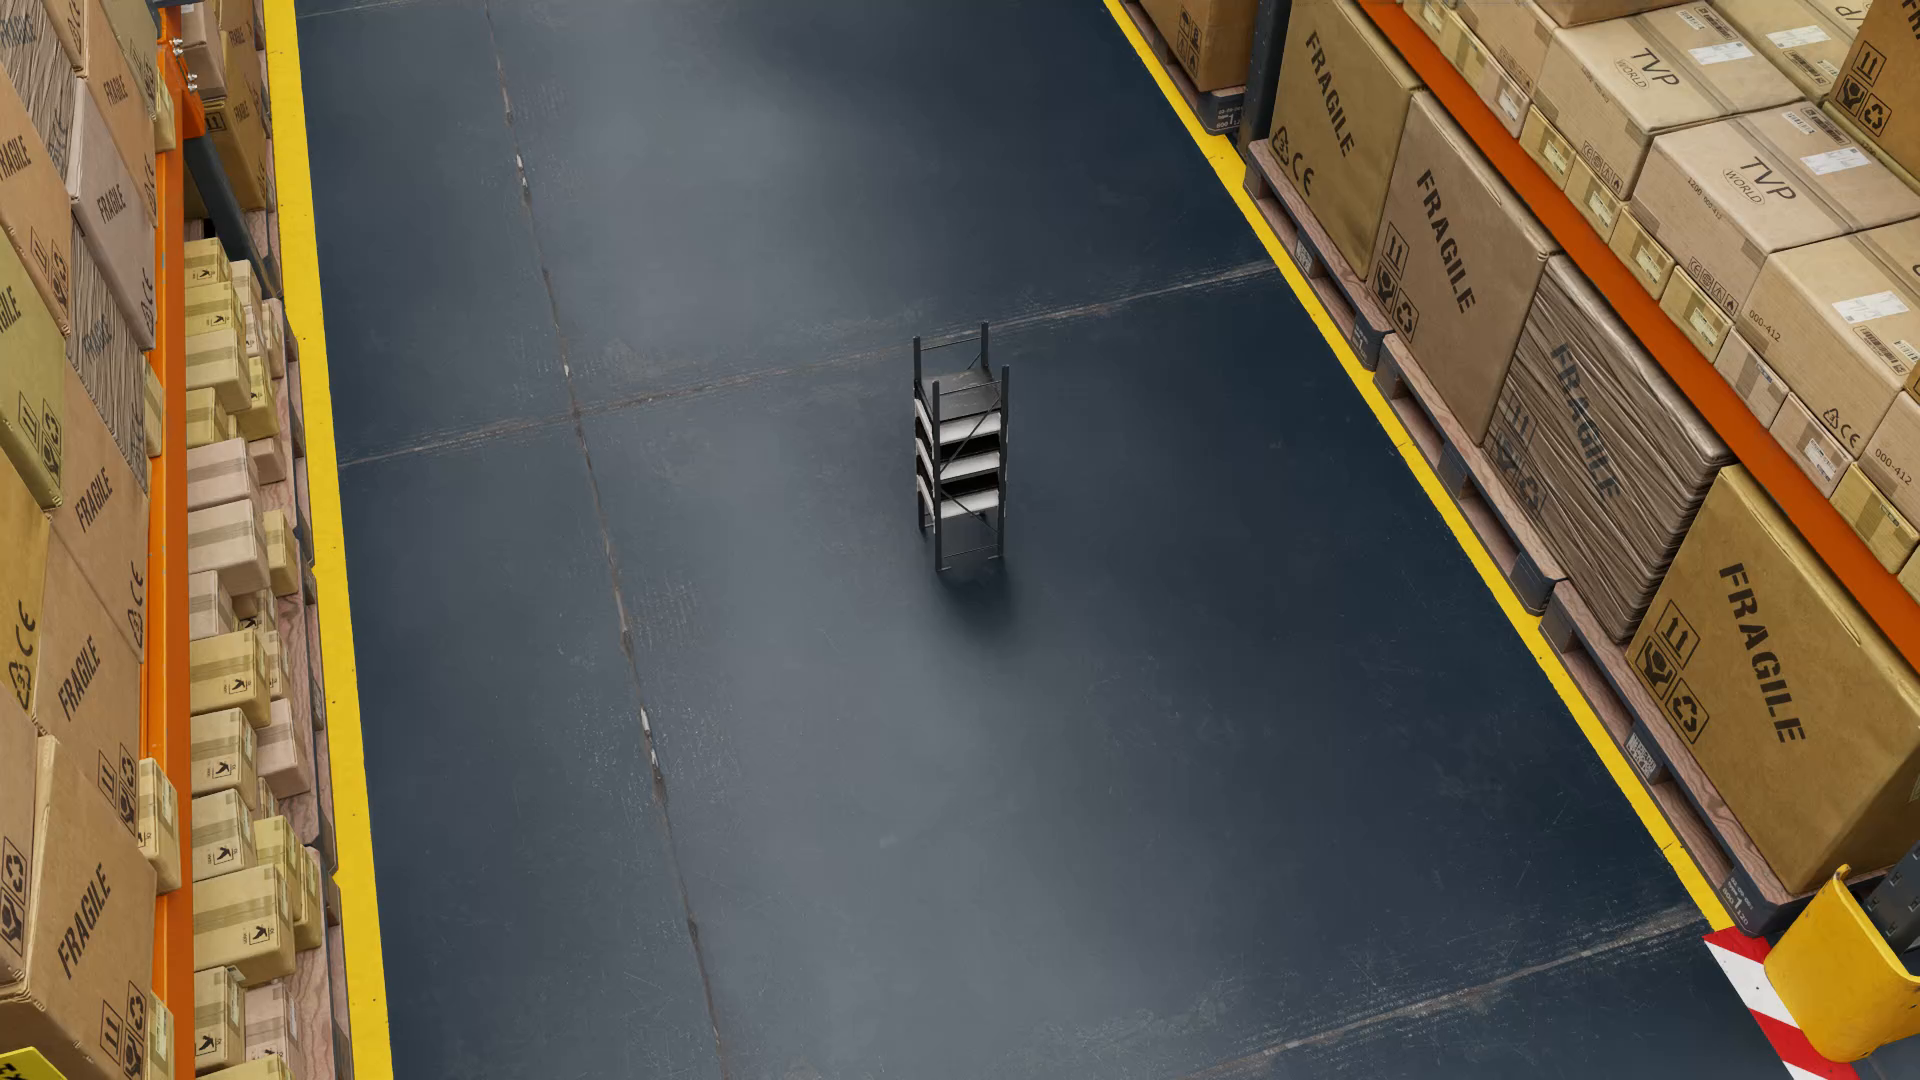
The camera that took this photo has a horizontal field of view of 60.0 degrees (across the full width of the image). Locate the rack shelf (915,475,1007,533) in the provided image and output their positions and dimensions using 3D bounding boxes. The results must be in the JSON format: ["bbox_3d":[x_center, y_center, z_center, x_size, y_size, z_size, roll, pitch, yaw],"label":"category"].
[{"bbox_3d":[0.002,-0.147,5.564,0.258,0.077,0.200,-13,51,-11],"label":"rack shelf"}]

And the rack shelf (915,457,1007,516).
[{"bbox_3d":[0.002,-0.205,5.495,0.258,0.077,0.200,-13,51,-11],"label":"rack shelf"}]

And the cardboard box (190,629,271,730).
[{"bbox_3d":[-2.139,0.424,4.631,0.380,0.149,0.250,-13,51,-10],"label":"cardboard box"}]

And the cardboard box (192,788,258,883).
[{"bbox_3d":[-2.032,0.831,4.288,0.380,0.149,0.250,-16,52,-13],"label":"cardboard box"}]

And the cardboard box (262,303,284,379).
[{"bbox_3d":[-2.642,-0.680,5.951,0.380,0.149,0.250,-13,51,-11],"label":"cardboard box"}]

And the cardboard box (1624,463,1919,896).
[{"bbox_3d":[2.602,0.301,4.649,0.875,0.875,0.875,-13,51,-11],"label":"cardboard box"}]

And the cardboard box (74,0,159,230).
[{"bbox_3d":[-2.518,-1.132,4.483,0.500,0.500,0.500,-15,51,-12],"label":"cardboard box"}]

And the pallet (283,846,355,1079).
[{"bbox_3d":[-2.130,1.490,4.355,1.003,0.211,1.213,-13,51,-11],"label":"pallet"}]

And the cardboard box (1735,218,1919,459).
[{"bbox_3d":[2.321,-0.511,4.123,0.500,0.250,0.500,-14,51,-12],"label":"cardboard box"}]

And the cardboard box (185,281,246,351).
[{"bbox_3d":[-2.616,-0.702,5.581,0.380,0.149,0.250,-13,51,-11],"label":"cardboard box"}]

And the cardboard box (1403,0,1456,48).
[{"bbox_3d":[1.690,-1.773,5.447,0.380,0.149,0.250,-15,51,-12],"label":"cardboard box"}]

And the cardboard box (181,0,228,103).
[{"bbox_3d":[-3.050,-1.844,6.212,0.500,0.250,0.500,-15,52,-13],"label":"cardboard box"}]

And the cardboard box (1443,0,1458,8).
[{"bbox_3d":[1.715,-2.001,5.379,0.500,0.250,0.500,-14,51,-11],"label":"cardboard box"}]

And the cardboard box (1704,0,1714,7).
[{"bbox_3d":[2.372,-1.755,5.171,0.500,0.250,0.500,-12,51,-10],"label":"cardboard box"}]

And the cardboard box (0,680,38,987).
[{"bbox_3d":[-1.780,0.410,2.528,0.500,0.500,0.500,-14,51,-11],"label":"cardboard box"}]

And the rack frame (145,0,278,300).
[{"bbox_3d":[-3.084,-1.673,5.198,1.000,3.000,0.127,-13,51,-11],"label":"rack frame"}]

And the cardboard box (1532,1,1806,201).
[{"bbox_3d":[2.012,-1.262,4.756,0.500,0.250,0.500,-13,51,-11],"label":"cardboard box"}]

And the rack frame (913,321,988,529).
[{"bbox_3d":[-0.028,-0.358,5.464,0.240,0.900,0.006,-13,51,-11],"label":"rack frame"}]

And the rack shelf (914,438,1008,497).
[{"bbox_3d":[0.002,-0.263,5.426,0.258,0.077,0.200,-13,51,-11],"label":"rack shelf"}]

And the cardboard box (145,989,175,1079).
[{"bbox_3d":[-1.683,1.019,3.094,0.380,0.149,0.250,-14,51,-11],"label":"cardboard box"}]

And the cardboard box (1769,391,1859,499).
[{"bbox_3d":[2.295,-0.278,4.187,0.380,0.149,0.250,-13,51,-11],"label":"cardboard box"}]

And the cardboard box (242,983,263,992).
[{"bbox_3d":[-1.994,1.124,4.236,0.380,0.149,0.250,-13,51,-11],"label":"cardboard box"}]

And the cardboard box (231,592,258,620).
[{"bbox_3d":[-2.364,0.147,5.060,0.380,0.149,0.250,-16,52,-13],"label":"cardboard box"}]

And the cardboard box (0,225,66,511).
[{"bbox_3d":[-2.068,-0.342,3.162,0.500,0.500,0.500,-14,51,-12],"label":"cardboard box"}]

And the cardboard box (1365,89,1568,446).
[{"bbox_3d":[2.069,-1.014,5.758,0.875,0.875,0.875,-13,51,-11],"label":"cardboard box"}]

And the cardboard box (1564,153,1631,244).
[{"bbox_3d":[1.996,-1.020,4.813,0.380,0.149,0.250,-12,51,-10],"label":"cardboard box"}]

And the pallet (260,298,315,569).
[{"bbox_3d":[-2.851,-0.292,5.858,1.003,0.211,1.213,-13,51,-11],"label":"pallet"}]

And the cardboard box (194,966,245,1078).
[{"bbox_3d":[-1.928,1.207,3.972,0.380,0.149,0.250,-12,51,-10],"label":"cardboard box"}]

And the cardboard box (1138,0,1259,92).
[{"bbox_3d":[1.476,-2.634,7.124,1.225,0.875,0.875,-13,51,-11],"label":"cardboard box"}]

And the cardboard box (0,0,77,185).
[{"bbox_3d":[-2.390,-1.088,3.791,0.500,0.500,0.500,-12,51,-10],"label":"cardboard box"}]

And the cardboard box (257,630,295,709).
[{"bbox_3d":[-2.220,0.450,4.998,0.380,0.149,0.250,-13,51,-11],"label":"cardboard box"}]

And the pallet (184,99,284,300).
[{"bbox_3d":[-3.315,-1.342,6.744,1.003,0.211,1.213,-13,51,-11],"label":"pallet"}]

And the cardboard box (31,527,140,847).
[{"bbox_3d":[-1.952,0.345,3.237,0.500,0.500,0.500,-13,51,-11],"label":"cardboard box"}]

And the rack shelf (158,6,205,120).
[{"bbox_3d":[-3.675,-2.902,6.705,1.077,0.370,4.000,-13,51,-11],"label":"rack shelf"}]

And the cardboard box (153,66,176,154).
[{"bbox_3d":[-2.595,-1.273,5.025,0.380,0.149,0.250,-15,51,-12],"label":"cardboard box"}]

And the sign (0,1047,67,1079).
[{"bbox_3d":[-1.382,0.847,2.508,0.100,0.325,0.005,-13,51,-11],"label":"sign"}]

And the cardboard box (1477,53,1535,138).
[{"bbox_3d":[1.838,-1.402,5.134,0.380,0.149,0.250,-13,51,-11],"label":"cardboard box"}]

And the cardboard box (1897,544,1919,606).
[{"bbox_3d":[2.447,0.096,3.871,0.380,0.149,0.250,-12,51,-10],"label":"cardboard box"}]

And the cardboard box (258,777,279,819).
[{"bbox_3d":[-2.123,0.848,4.663,0.380,0.149,0.250,-13,51,-11],"label":"cardboard box"}]

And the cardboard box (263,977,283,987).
[{"bbox_3d":[-1.985,1.225,4.346,0.380,0.149,0.250,-13,51,-11],"label":"cardboard box"}]

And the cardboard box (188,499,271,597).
[{"bbox_3d":[-2.274,0.056,4.942,0.380,0.149,0.250,-15,51,-12],"label":"cardboard box"}]

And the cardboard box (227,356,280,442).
[{"bbox_3d":[-2.499,-0.441,5.555,0.380,0.149,0.250,-15,51,-12],"label":"cardboard box"}]

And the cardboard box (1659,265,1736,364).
[{"bbox_3d":[2.144,-0.649,4.500,0.380,0.149,0.250,-14,51,-12],"label":"cardboard box"}]

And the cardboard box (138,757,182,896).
[{"bbox_3d":[-1.827,0.634,3.418,0.380,0.149,0.250,-15,51,-12],"label":"cardboard box"}]

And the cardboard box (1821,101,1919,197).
[{"bbox_3d":[2.678,-1.004,4.538,0.500,0.250,0.500,-15,51,-12],"label":"cardboard box"}]

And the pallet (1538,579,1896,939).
[{"bbox_3d":[2.556,0.533,5.162,1.003,0.211,1.213,-13,51,-11],"label":"pallet"}]

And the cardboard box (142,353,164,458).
[{"bbox_3d":[-2.244,-0.311,4.214,0.380,0.149,0.250,-12,51,-10],"label":"cardboard box"}]

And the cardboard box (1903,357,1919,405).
[{"bbox_3d":[2.472,-0.385,3.526,0.500,0.500,0.500,-13,51,-11],"label":"cardboard box"}]

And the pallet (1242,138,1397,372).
[{"bbox_3d":[1.835,-1.249,6.665,1.003,0.211,1.213,-13,51,-11],"label":"pallet"}]

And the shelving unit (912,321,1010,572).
[{"bbox_3d":[0.002,-0.284,5.401,0.258,0.900,0.210,-13,51,-11],"label":"shelving unit"}]

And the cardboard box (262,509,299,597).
[{"bbox_3d":[-2.336,0.076,5.314,0.380,0.149,0.250,-13,51,-11],"label":"cardboard box"}]

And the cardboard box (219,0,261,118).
[{"bbox_3d":[-3.207,-1.988,6.824,0.500,0.500,0.500,-11,51,-9],"label":"cardboard box"}]

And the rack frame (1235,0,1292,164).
[{"bbox_3d":[1.684,-2.721,6.082,1.000,3.000,0.127,-13,51,-11],"label":"rack frame"}]

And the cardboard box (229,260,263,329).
[{"bbox_3d":[-2.687,-0.827,5.881,0.380,0.149,0.250,-12,51,-10],"label":"cardboard box"}]

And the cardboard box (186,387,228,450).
[{"bbox_3d":[-2.534,-0.315,5.255,0.380,0.149,0.250,-12,51,-10],"label":"cardboard box"}]

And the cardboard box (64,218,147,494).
[{"bbox_3d":[-2.242,-0.387,3.854,0.500,0.500,0.500,-15,51,-12],"label":"cardboard box"}]

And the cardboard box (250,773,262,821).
[{"bbox_3d":[-2.136,0.740,4.560,0.380,0.149,0.250,-16,52,-13],"label":"cardboard box"}]
